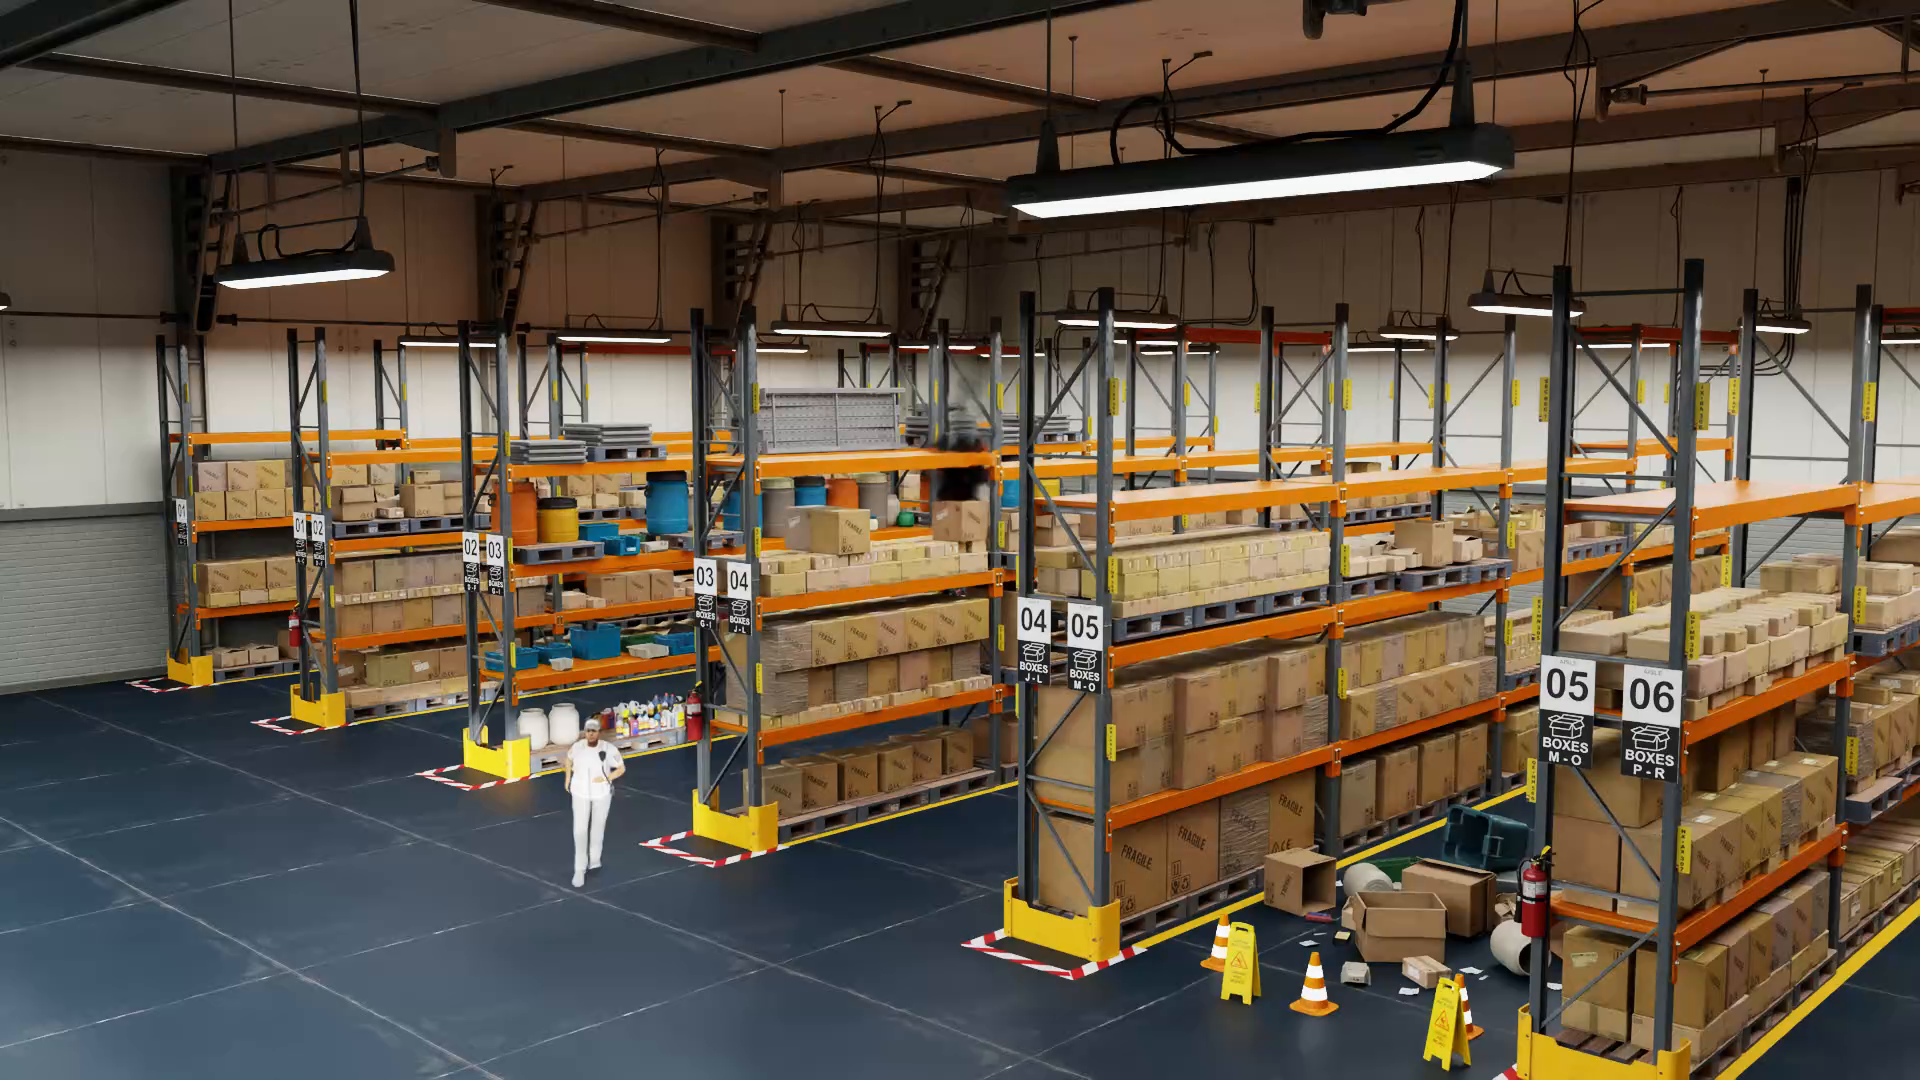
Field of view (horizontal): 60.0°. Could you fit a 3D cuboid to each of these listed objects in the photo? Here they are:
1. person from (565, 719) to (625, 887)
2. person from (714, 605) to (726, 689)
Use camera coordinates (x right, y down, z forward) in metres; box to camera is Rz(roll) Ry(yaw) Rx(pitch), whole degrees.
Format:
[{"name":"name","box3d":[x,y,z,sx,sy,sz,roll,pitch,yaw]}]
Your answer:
[{"name":"person","box3d":[-3.811,2.712,17.402,0.625,1.733,0.689,-1,5,-7]},{"name":"person","box3d":[-4.009,1.793,27.367,0.538,1.605,0.877,3,6,32]}]
